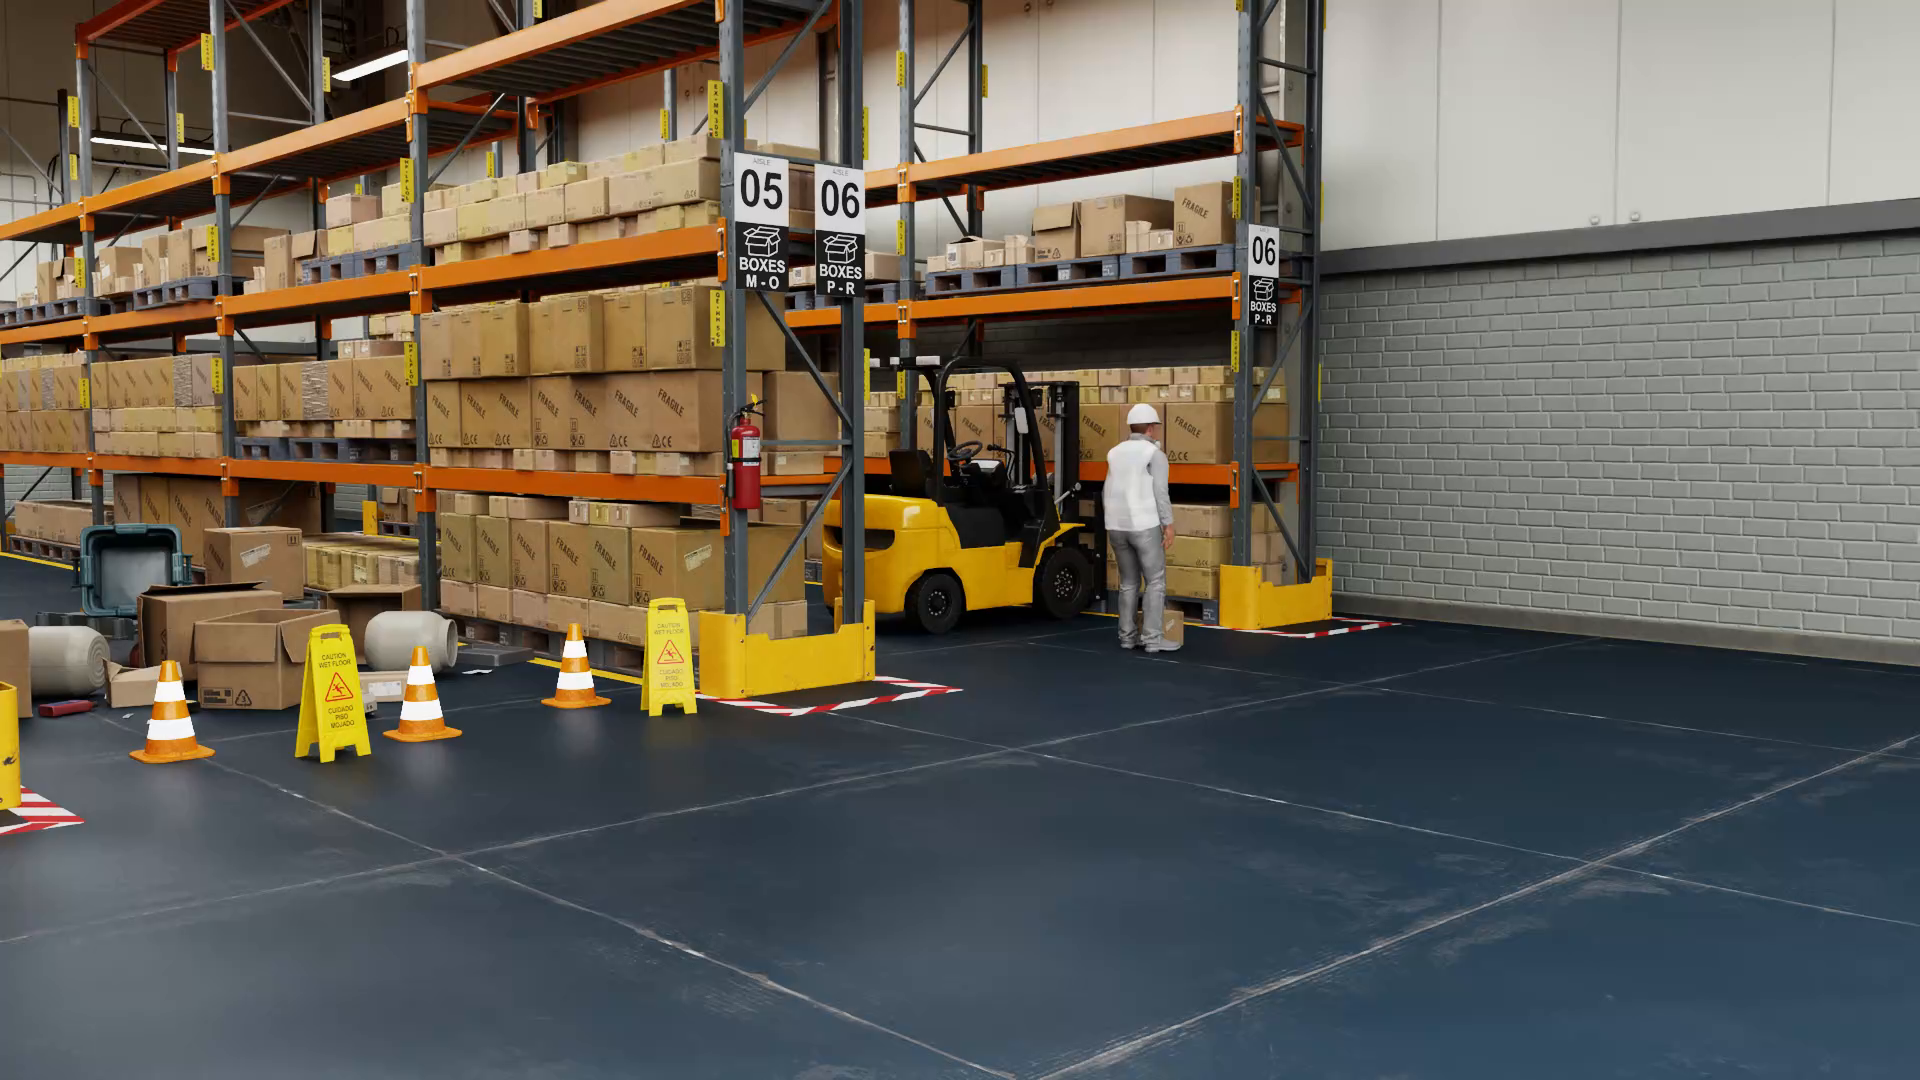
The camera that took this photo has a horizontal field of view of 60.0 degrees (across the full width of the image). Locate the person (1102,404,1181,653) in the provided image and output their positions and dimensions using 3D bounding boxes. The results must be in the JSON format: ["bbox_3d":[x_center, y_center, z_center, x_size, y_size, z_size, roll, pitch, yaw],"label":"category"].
[{"bbox_3d":[1.289,-0.096,11.985,0.466,1.771,0.584,-4,5,-44],"label":"person"}]
